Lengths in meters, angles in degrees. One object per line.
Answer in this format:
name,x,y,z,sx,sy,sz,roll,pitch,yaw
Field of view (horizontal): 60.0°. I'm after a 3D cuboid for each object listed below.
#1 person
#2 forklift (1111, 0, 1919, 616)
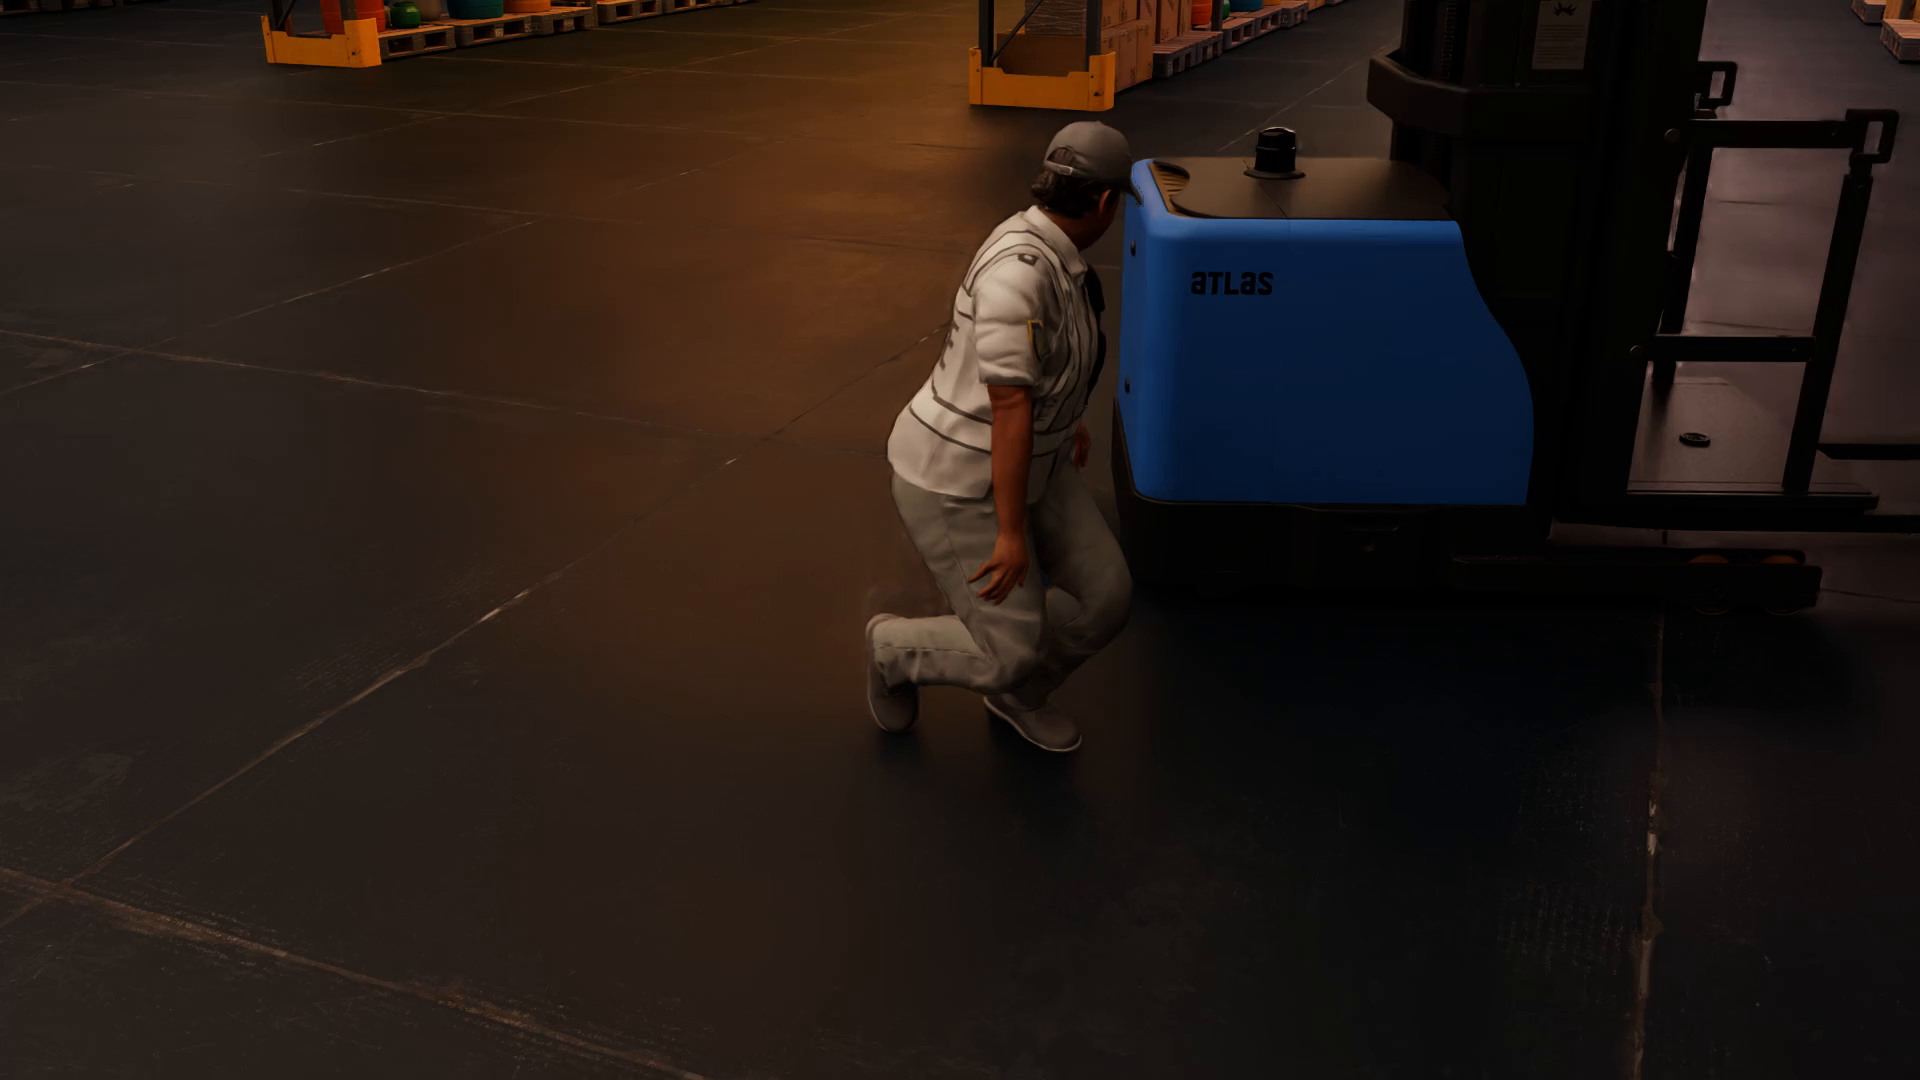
person,0.076,-0.187,3.692,0.621,1.459,0.757,11,25,25
forklift,2.002,-1.351,4.524,3.031,2.935,1.130,1,23,1
